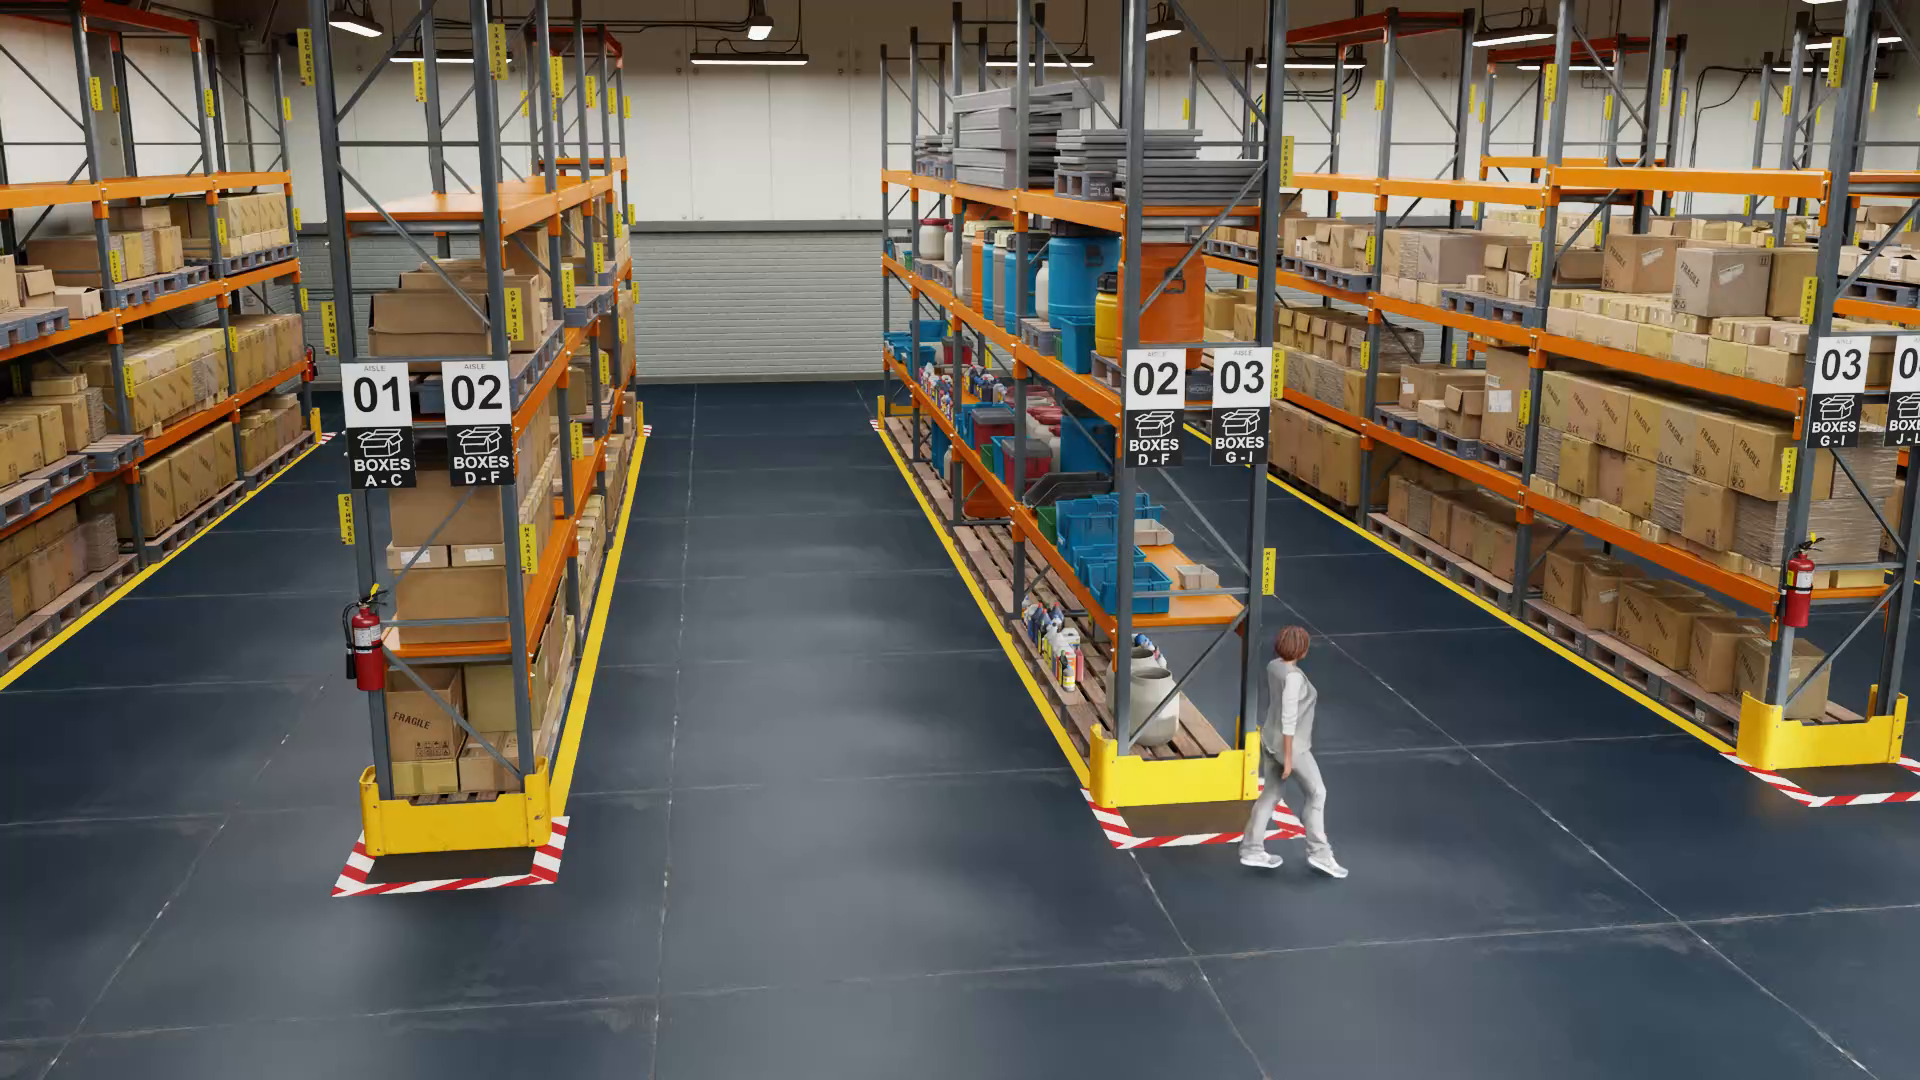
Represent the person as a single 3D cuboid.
[{"bbox_3d":[2.092,1.318,10.479,0.673,1.622,0.459,-3,14,-11],"label":"person"}]
